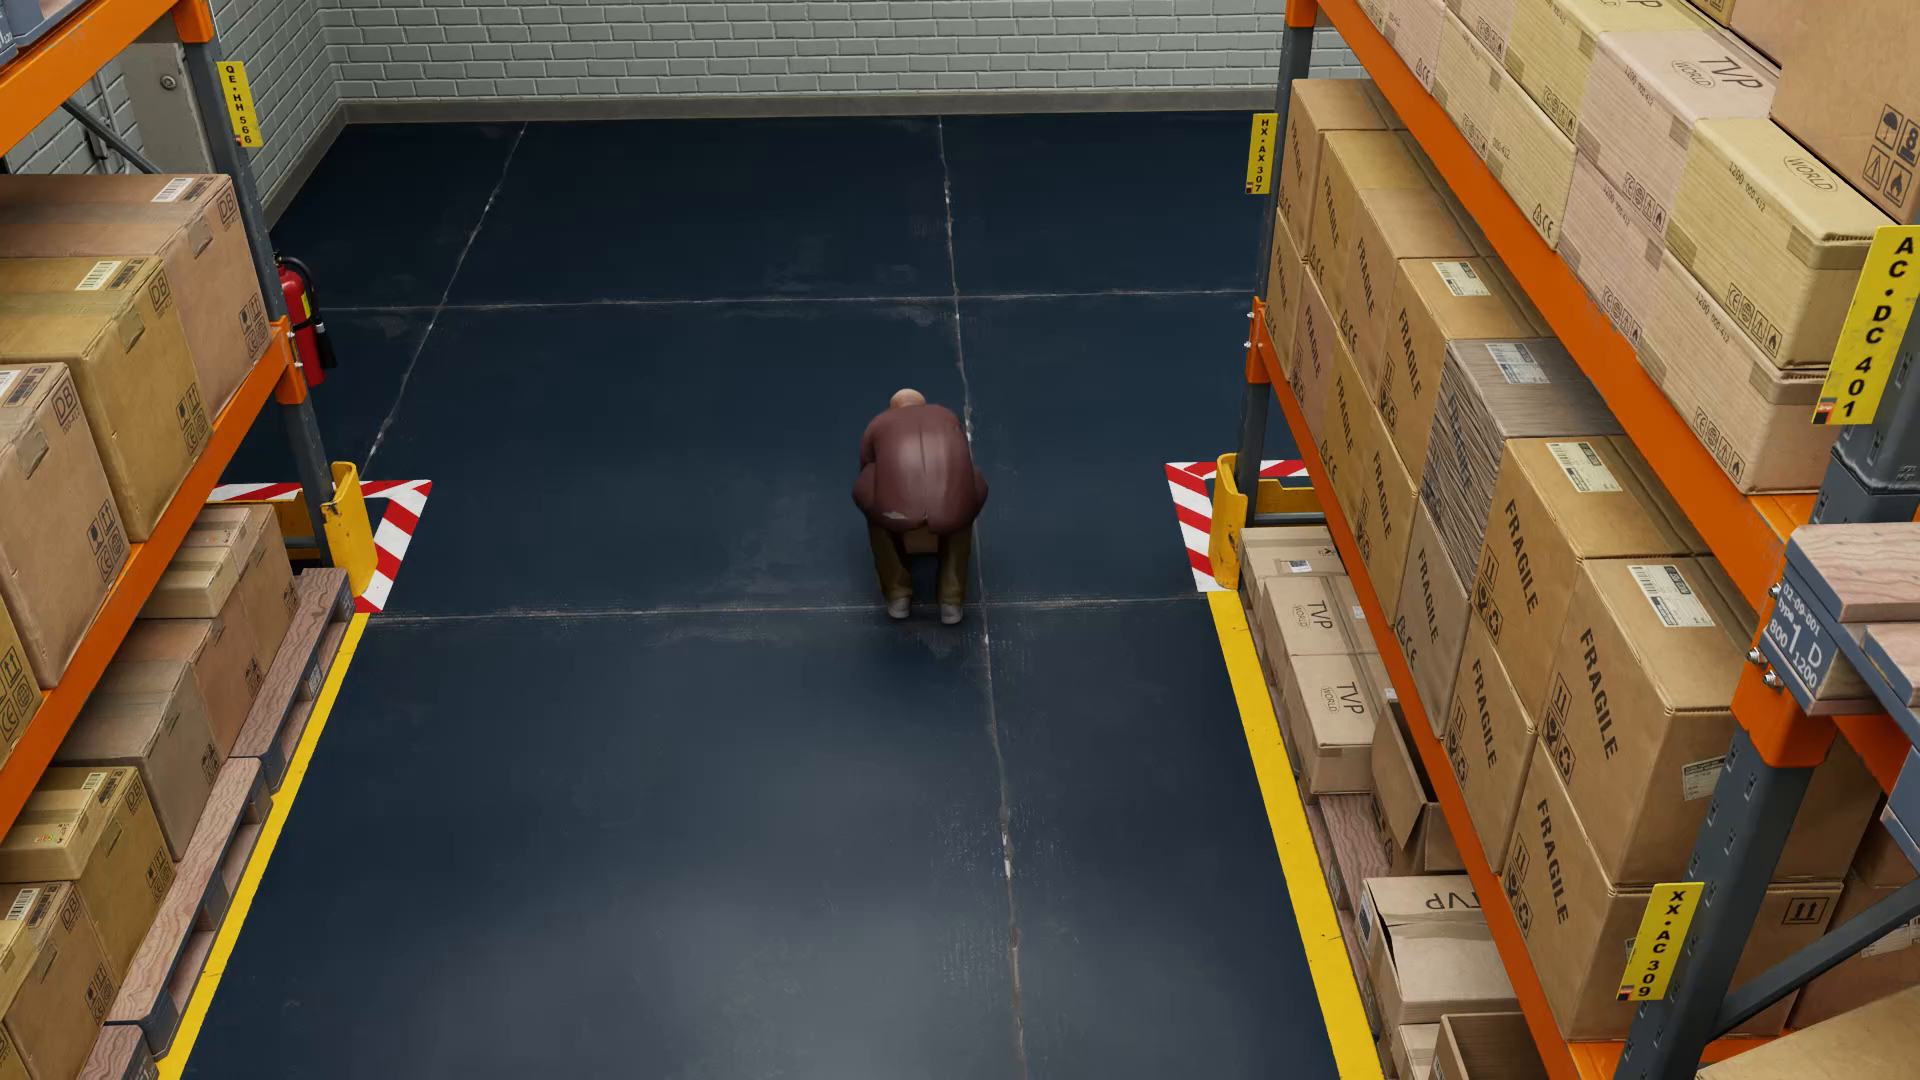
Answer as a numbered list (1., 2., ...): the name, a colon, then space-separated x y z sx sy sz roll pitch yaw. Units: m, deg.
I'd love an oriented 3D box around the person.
1. person: -0.177 -0.175 7.196 0.586 0.911 0.951 -3 35 -4
